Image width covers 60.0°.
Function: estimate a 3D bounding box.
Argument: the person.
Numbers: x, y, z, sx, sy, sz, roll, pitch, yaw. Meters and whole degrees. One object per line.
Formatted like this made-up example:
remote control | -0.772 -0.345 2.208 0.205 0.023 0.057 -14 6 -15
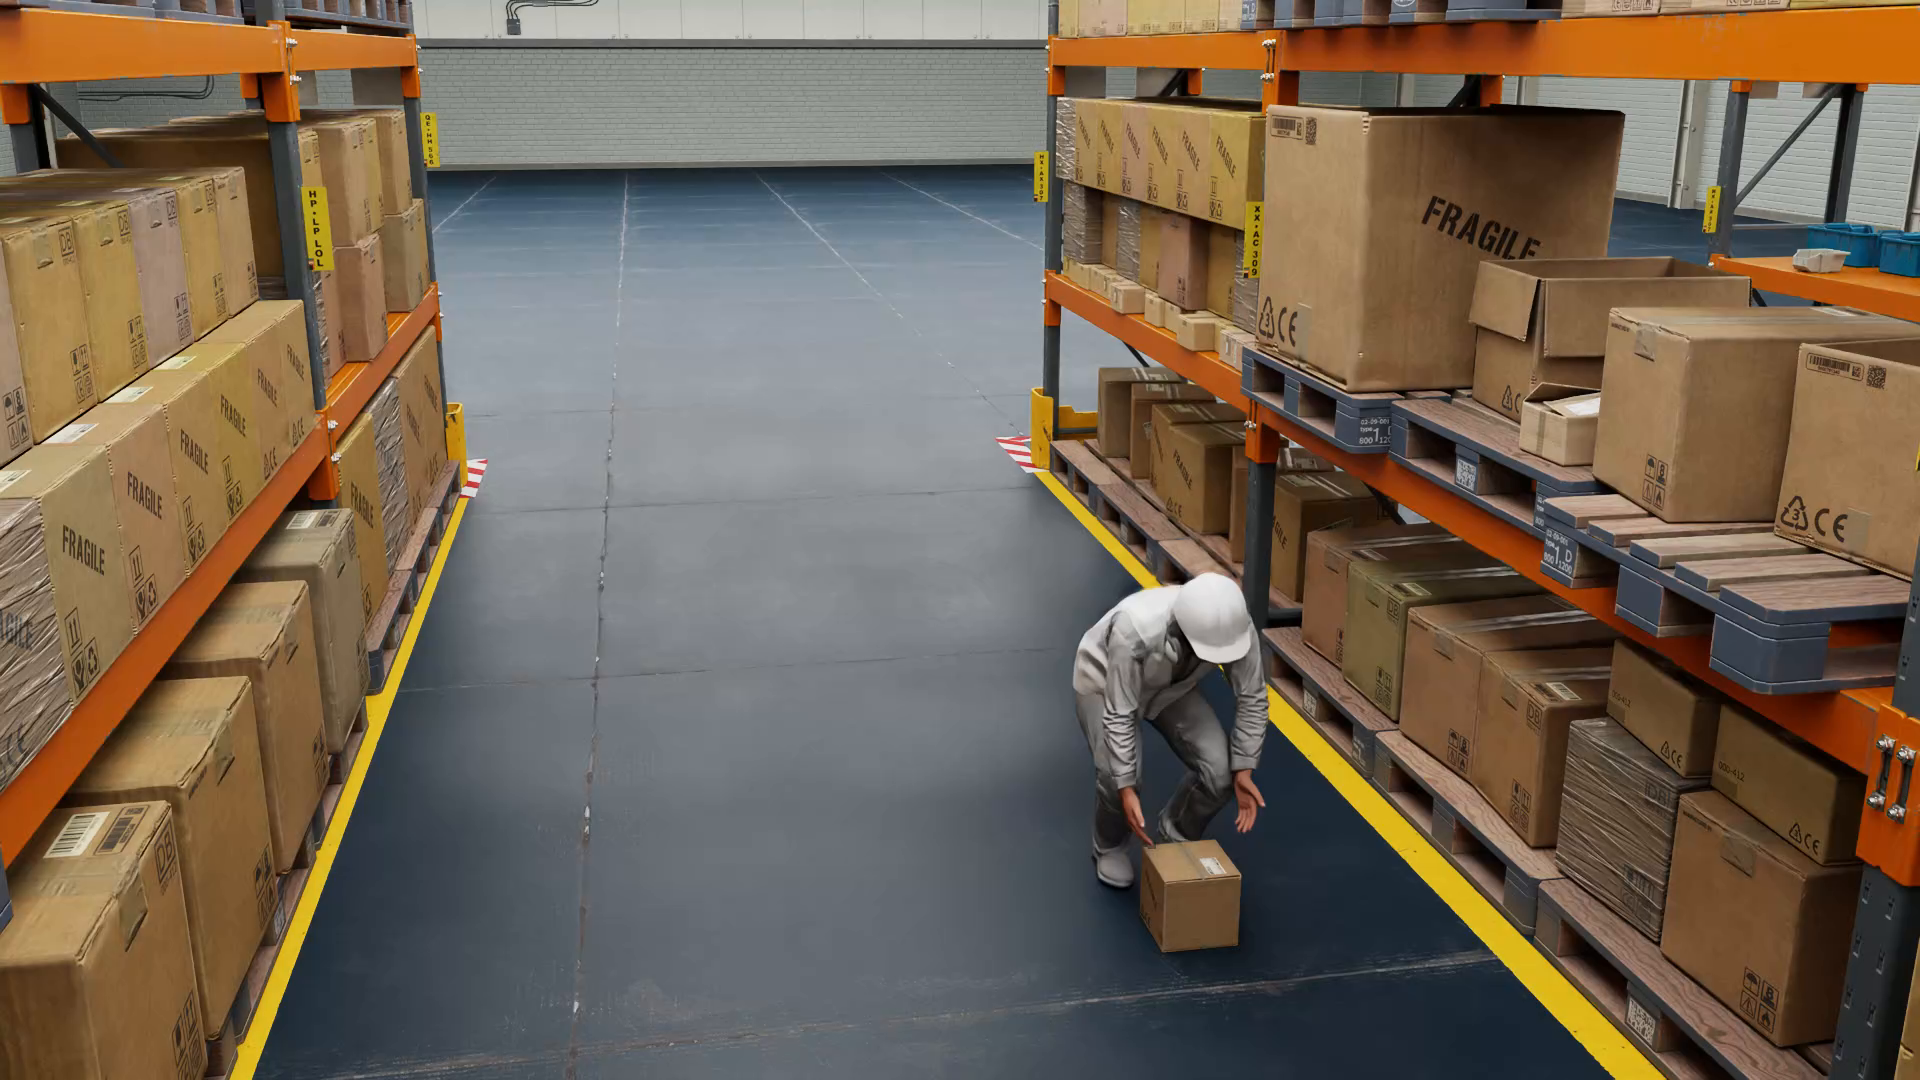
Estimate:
person | 3.951 -1.889 5.759 7.197 5.811 11.417 -3 17 -11
